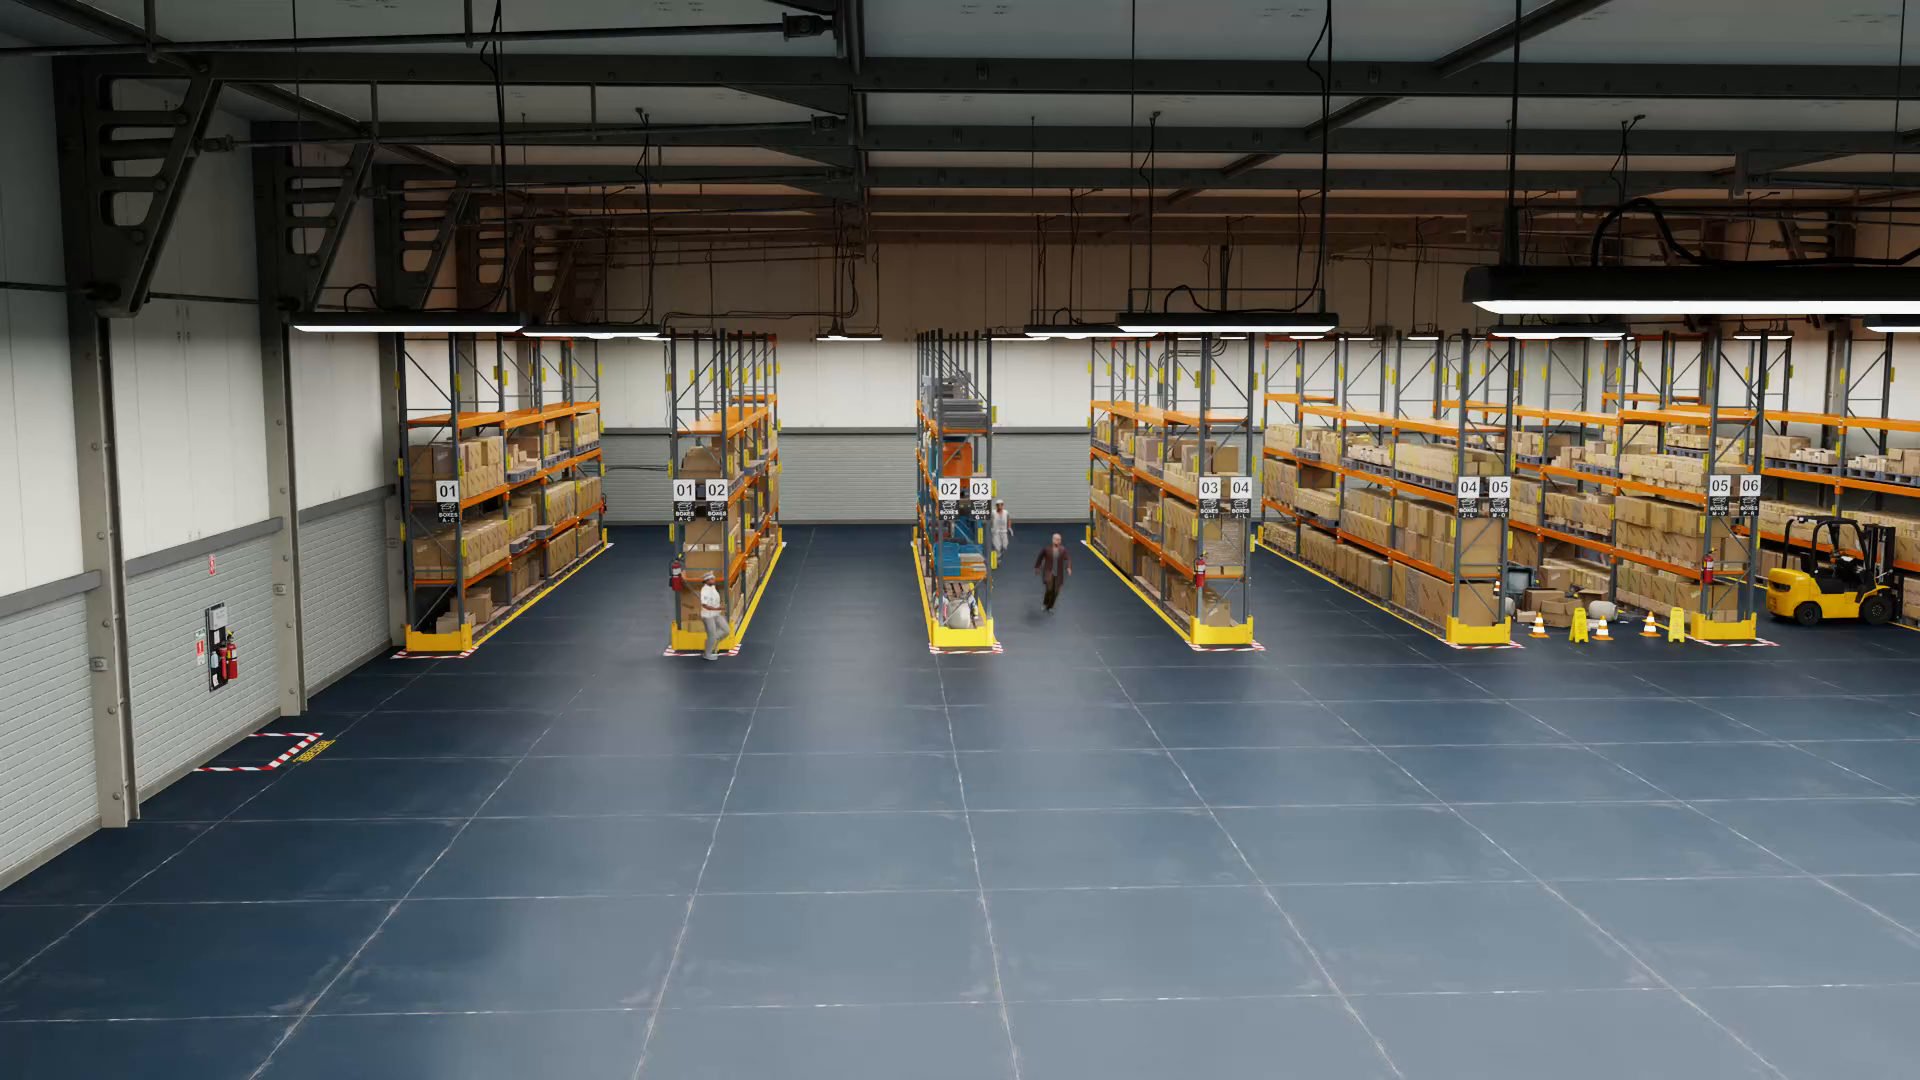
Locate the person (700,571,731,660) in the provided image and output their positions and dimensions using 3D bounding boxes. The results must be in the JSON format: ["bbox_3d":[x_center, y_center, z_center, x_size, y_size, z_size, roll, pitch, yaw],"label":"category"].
[{"bbox_3d":[-4.479,1.365,30.076,0.546,1.649,0.569,3,7,24],"label":"person"}]

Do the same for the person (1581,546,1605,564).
[{"bbox_3d":[16.297,-0.128,42.787,0.573,1.640,0.941,-2,7,-13],"label":"person"}]

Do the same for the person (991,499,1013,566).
[{"bbox_3d":[1.029,-0.195,42.978,0.653,1.728,0.631,-1,7,-10],"label":"person"}]

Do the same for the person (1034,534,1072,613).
[{"bbox_3d":[1.999,0.718,35.110,0.704,1.723,0.827,-2,7,-13],"label":"person"}]
